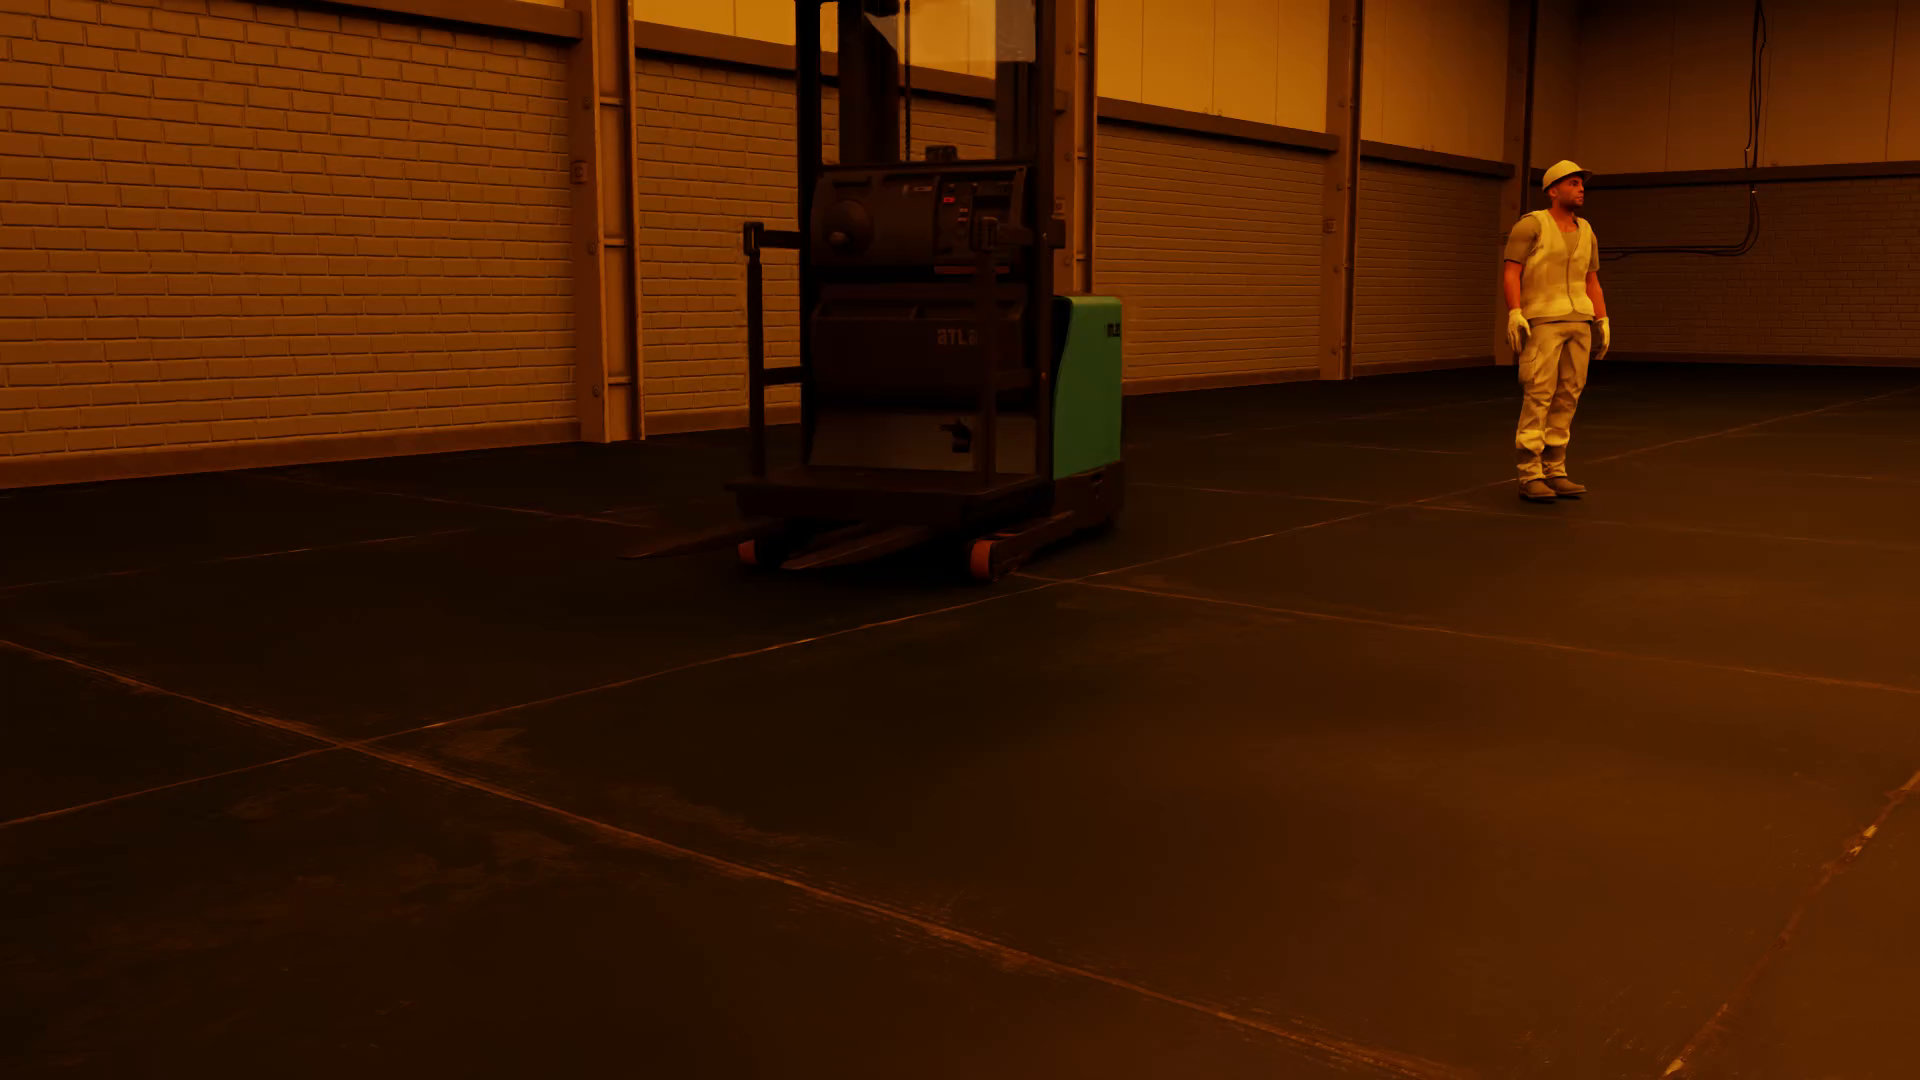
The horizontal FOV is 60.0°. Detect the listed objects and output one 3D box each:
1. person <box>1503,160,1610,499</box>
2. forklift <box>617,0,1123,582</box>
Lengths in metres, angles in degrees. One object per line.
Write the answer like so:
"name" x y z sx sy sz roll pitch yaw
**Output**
"person" 3.237 -1.129 8.894 0.641 1.788 0.565 -3 9 -19
"forklift" -0.254 -1.358 6.565 1.130 2.935 3.031 3 9 22
